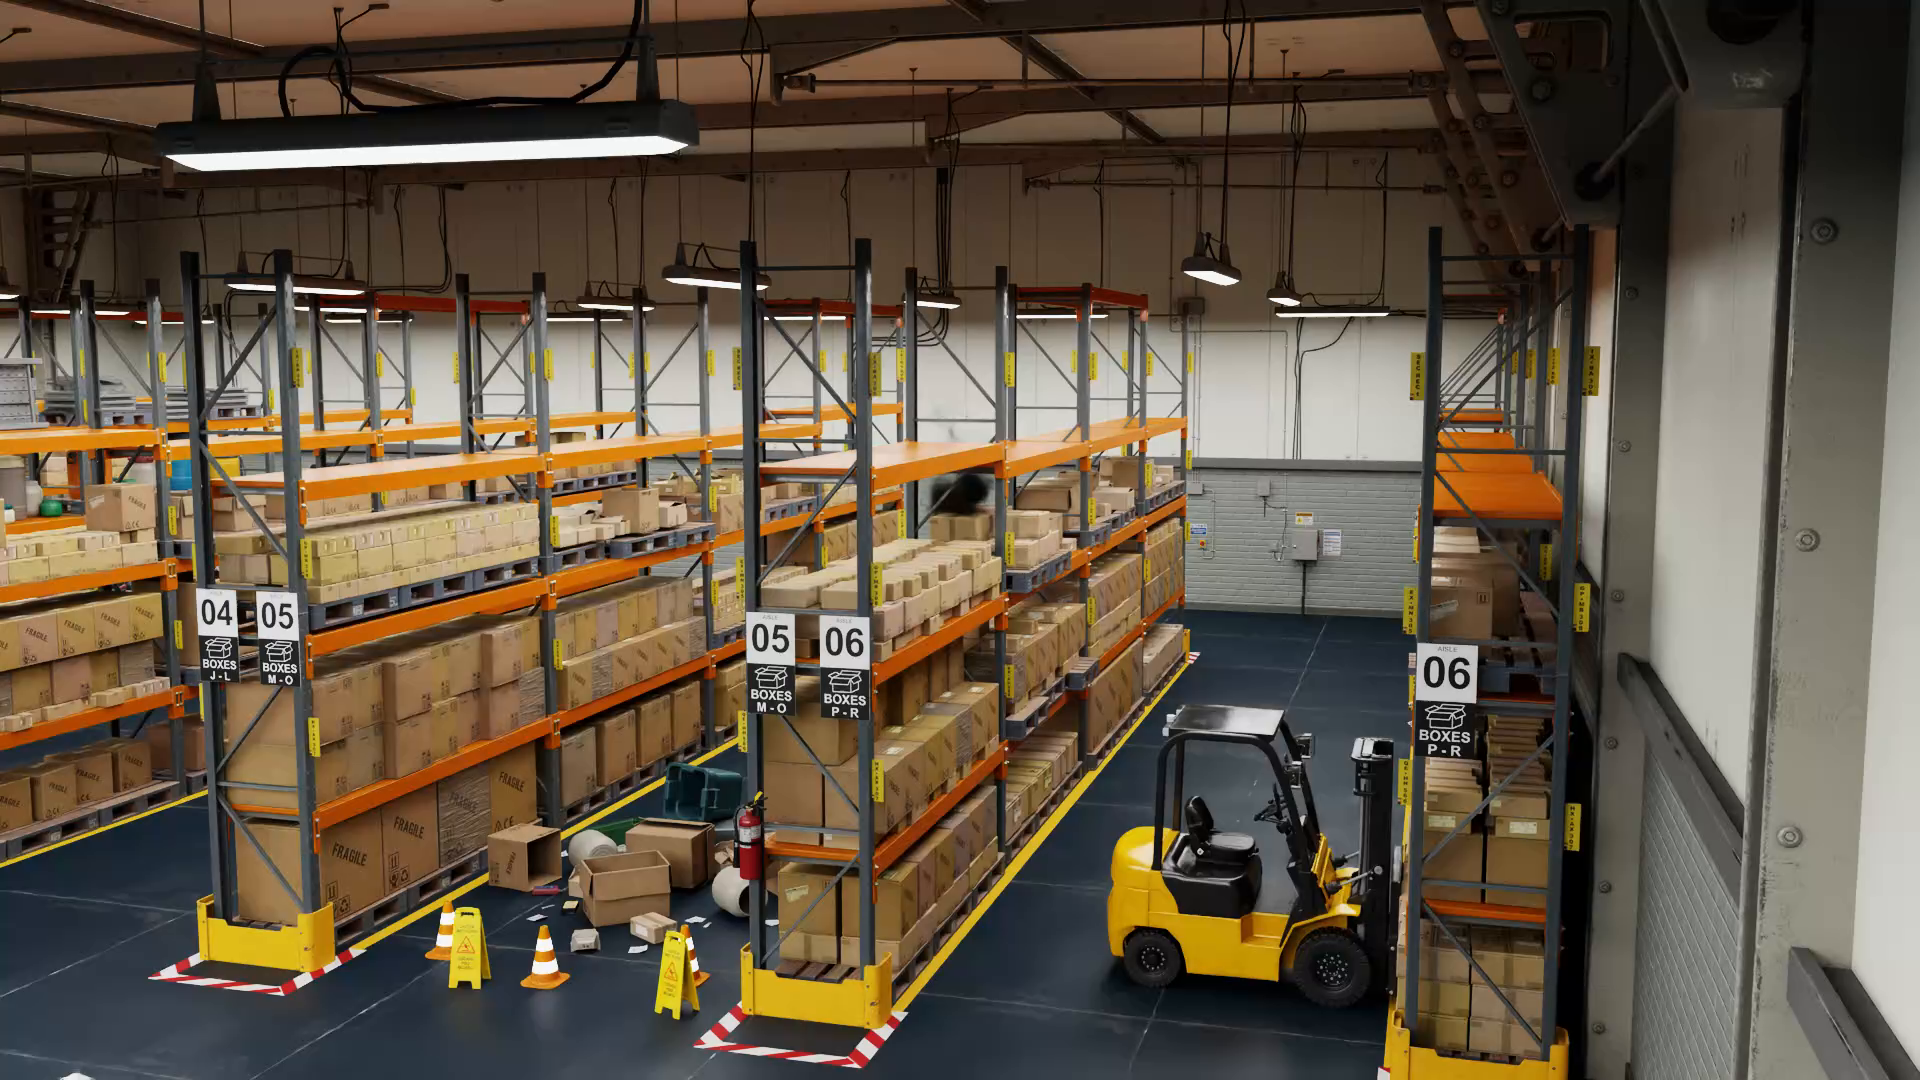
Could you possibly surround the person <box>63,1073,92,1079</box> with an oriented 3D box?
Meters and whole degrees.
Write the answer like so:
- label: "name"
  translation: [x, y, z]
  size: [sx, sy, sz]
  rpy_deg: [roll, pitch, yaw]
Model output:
- label: "person"
  translation: [-4.157, 3.414, 7.905]
  size: [0.642, 1.816, 0.738]
  rpy_deg: [-3, 7, -28]
